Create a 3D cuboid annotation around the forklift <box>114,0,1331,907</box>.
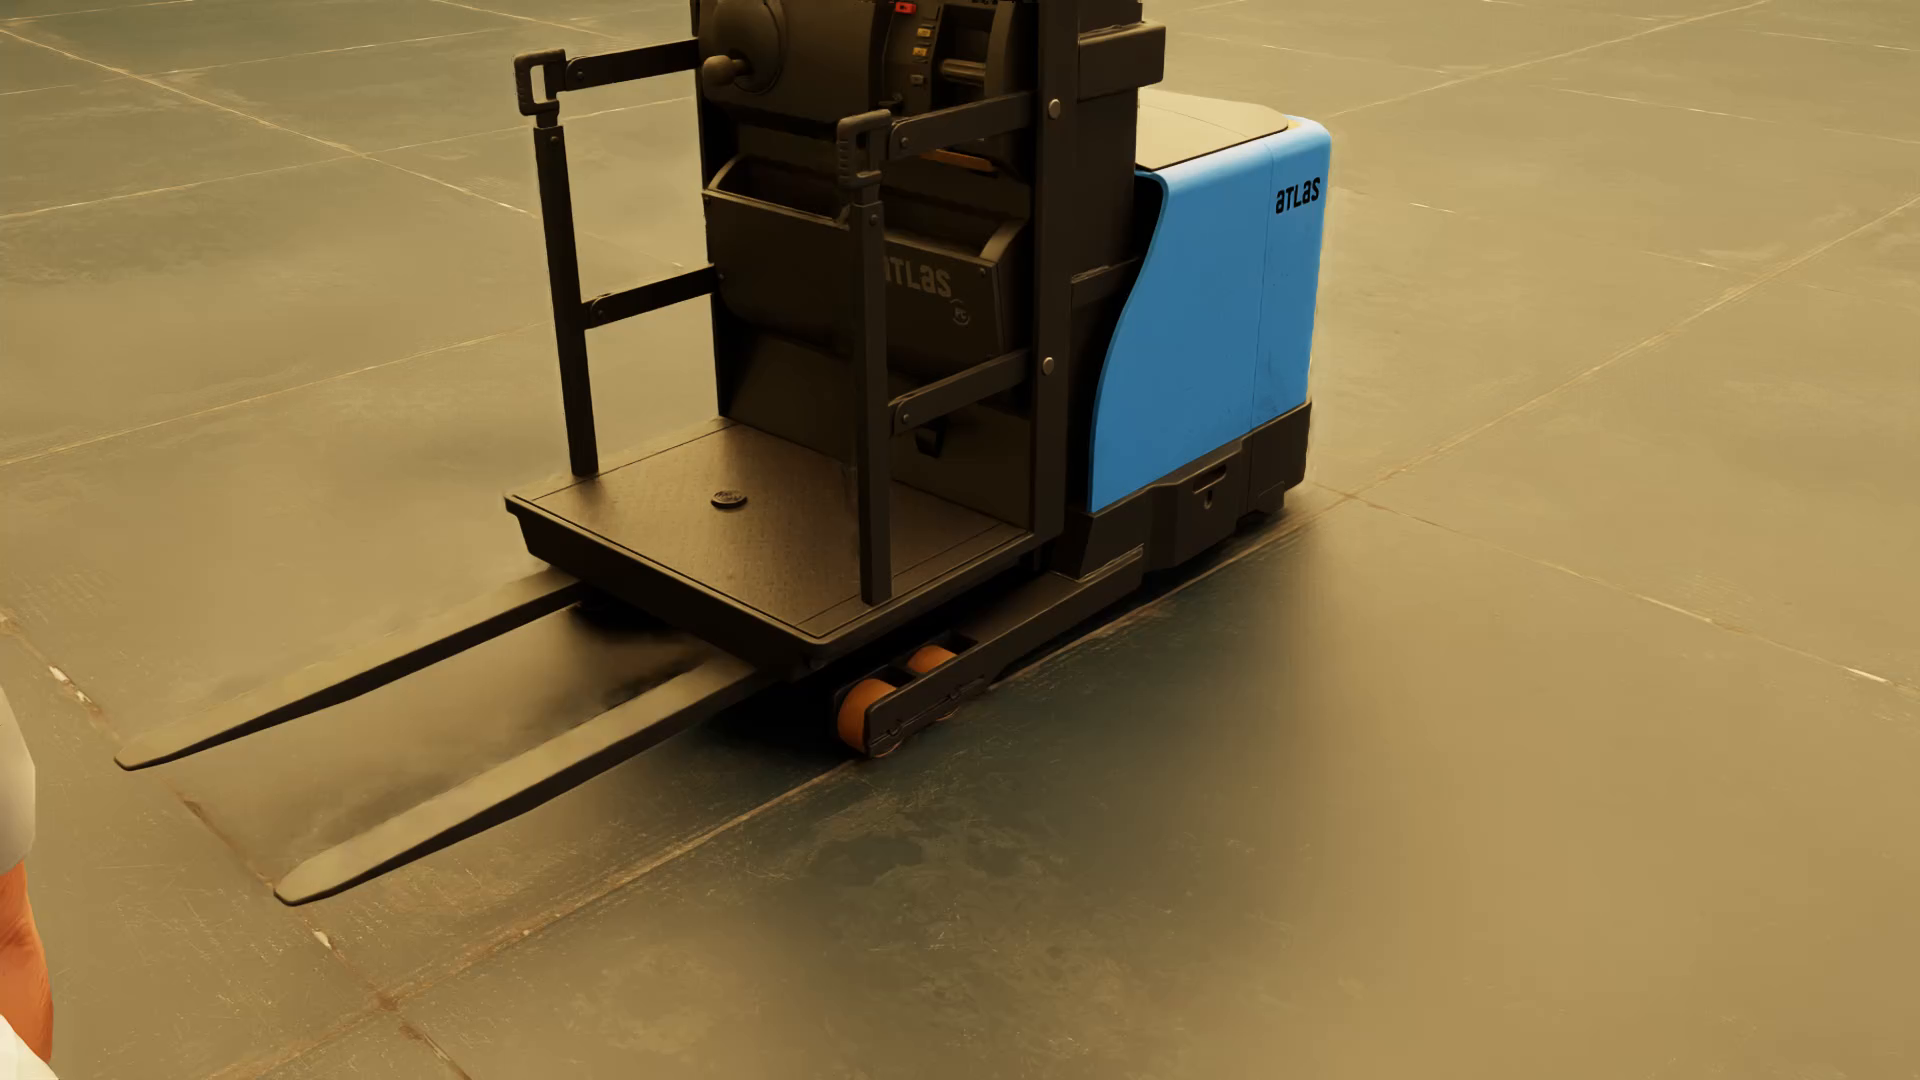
[{"bbox_3d":[-0.370,-1.099,3.455,1.130,2.935,3.031,21,33,37],"label":"forklift"}]
